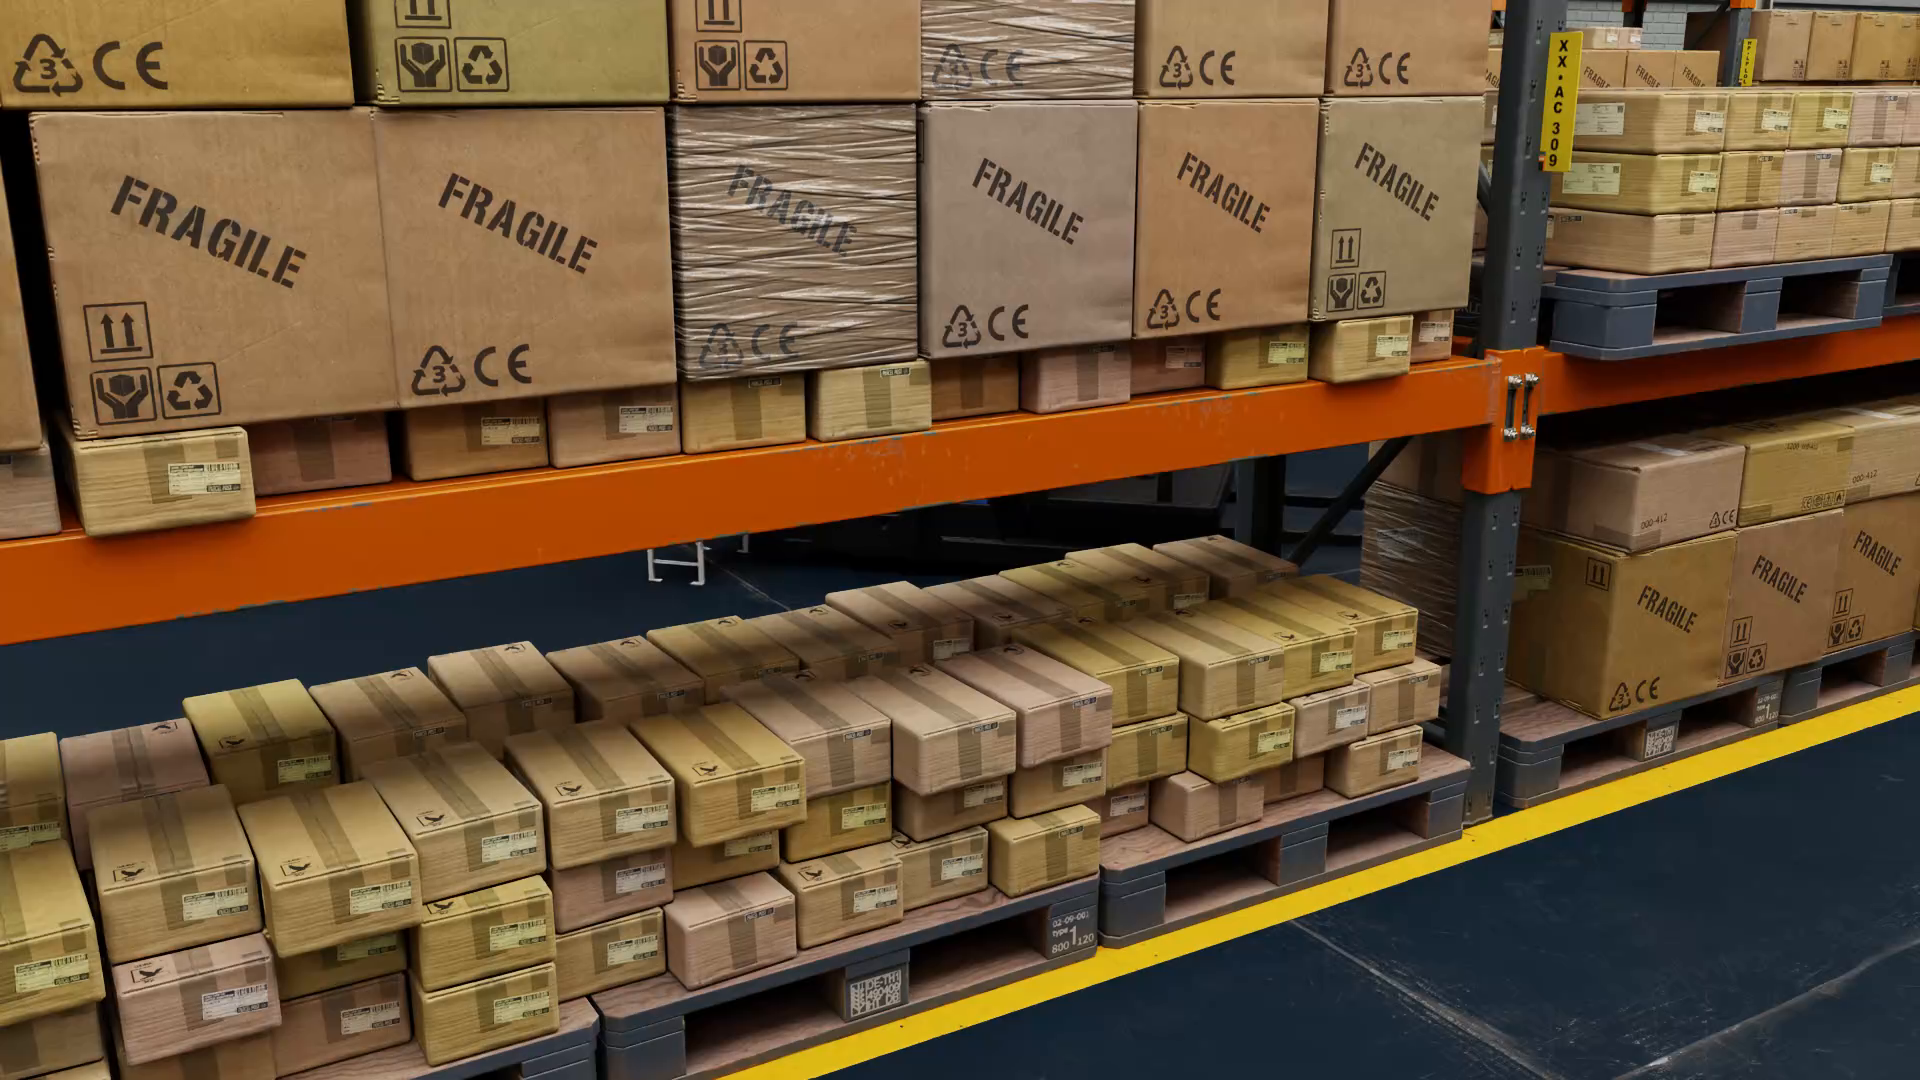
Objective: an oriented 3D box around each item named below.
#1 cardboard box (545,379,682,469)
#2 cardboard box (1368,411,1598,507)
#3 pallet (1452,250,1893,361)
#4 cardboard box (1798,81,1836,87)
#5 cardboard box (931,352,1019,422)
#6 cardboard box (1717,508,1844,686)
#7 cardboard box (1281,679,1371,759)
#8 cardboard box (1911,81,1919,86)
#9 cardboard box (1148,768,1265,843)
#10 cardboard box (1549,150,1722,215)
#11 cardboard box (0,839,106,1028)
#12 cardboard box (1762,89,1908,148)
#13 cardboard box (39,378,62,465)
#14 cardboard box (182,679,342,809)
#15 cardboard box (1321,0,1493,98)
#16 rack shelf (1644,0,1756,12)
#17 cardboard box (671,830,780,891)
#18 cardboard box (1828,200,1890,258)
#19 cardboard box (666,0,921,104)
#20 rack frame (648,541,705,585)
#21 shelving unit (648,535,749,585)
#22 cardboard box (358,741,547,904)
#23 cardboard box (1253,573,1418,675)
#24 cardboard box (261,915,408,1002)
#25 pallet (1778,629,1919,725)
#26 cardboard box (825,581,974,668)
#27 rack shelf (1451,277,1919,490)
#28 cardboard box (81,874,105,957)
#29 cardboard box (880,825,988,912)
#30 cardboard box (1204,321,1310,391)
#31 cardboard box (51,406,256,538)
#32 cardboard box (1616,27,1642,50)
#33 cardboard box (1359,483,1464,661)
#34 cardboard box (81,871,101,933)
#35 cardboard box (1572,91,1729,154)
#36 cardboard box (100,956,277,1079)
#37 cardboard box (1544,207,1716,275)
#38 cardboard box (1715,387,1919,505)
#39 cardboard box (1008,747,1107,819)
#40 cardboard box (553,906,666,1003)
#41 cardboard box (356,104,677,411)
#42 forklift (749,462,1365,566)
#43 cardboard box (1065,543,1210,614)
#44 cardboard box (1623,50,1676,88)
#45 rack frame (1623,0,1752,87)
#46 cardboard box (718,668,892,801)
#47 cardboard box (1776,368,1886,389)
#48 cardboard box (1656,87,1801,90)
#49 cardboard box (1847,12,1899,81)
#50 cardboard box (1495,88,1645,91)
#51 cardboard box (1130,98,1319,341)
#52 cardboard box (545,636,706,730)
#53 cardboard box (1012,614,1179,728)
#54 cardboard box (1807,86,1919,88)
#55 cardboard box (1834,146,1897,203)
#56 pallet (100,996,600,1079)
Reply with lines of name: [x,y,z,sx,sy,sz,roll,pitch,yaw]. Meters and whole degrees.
cardboard box: [-0.735,-0.260,3.246,0.250,0.149,0.380,-10,18,-31]
cardboard box: [1.678,-0.292,5.359,0.500,0.250,0.500,-10,18,-31]
pallet: [1.900,-0.751,4.886,1.213,0.211,1.003,-9,18,-30]
cardboard box: [6.330,-3.277,12.807,0.500,0.500,0.500,-9,18,-30]
cardboard box: [-0.076,-0.374,3.650,0.250,0.149,0.380,-10,18,-31]
cardboard box: [2.392,0.116,5.293,0.500,0.500,0.500,-8,18,-27]
cardboard box: [0.838,0.415,4.326,0.250,0.149,0.380,-10,19,-32]
cardboard box: [7.635,-3.485,13.548,0.500,0.500,0.500,-9,18,-30]
cardboard box: [0.550,0.602,4.210,0.250,0.149,0.380,-10,18,-32]
cardboard box: [1.744,-0.943,4.354,0.250,0.149,0.380,-9,18,-29]
cardboard box: [-1.635,0.675,2.845,0.250,0.149,0.380,-10,19,-32]
cardboard box: [2.417,-1.196,4.704,0.250,0.149,0.380,-9,18,-30]
cardboard box: [-1.685,-0.269,3.276,0.250,0.149,0.380,-9,18,-30]
cardboard box: [-1.534,0.450,3.648,0.250,0.149,0.380,-10,18,-31]
cardboard box: [0.906,-1.315,3.957,0.500,0.500,0.500,-10,18,-32]
rack shelf: [7.106,-4.390,13.288,4.000,0.370,1.077,-9,18,-30]
cardboard box: [-0.584,0.603,3.654,0.250,0.149,0.380,-8,18,-27]
cardboard box: [2.411,-0.909,4.781,0.250,0.149,0.380,-9,18,-29]
cardboard box: [-0.416,-1.099,3.183,0.500,0.500,0.500,-10,18,-31]
rack frame: [-1.156,-0.405,6.632,0.240,1.200,0.015,4,16,14]
shelving unit: [-1.096,-0.469,6.859,0.258,1.200,0.503,4,16,14]
cardboard box: [-1.009,0.550,3.292,0.250,0.149,0.380,-10,19,-32]
cardboard box: [0.999,0.223,4.458,0.250,0.149,0.380,-9,18,-28]
cardboard box: [-1.250,0.720,3.237,0.250,0.149,0.380,-9,18,-29]
pallet: [2.883,0.293,5.974,1.213,0.211,1.003,-9,18,-30]
cardboard box: [-0.162,0.243,4.389,0.250,0.149,0.380,-9,18,-29]
rack shelf: [2.884,-0.702,5.690,4.000,0.370,1.077,-9,18,-30]
cardboard box: [-1.747,0.775,3.590,0.250,0.149,0.380,-9,18,-28]
cardboard box: [-0.136,0.698,3.867,0.250,0.149,0.380,-9,18,-29]
cardboard box: [0.621,-0.471,4.000,0.250,0.149,0.380,-8,18,-28]
cardboard box: [-1.357,-0.133,2.791,0.250,0.149,0.380,-10,18,-31]
cardboard box: [4.528,-3.505,11.638,0.250,0.149,0.380,-10,18,-31]
cardboard box: [1.675,0.070,5.457,0.500,0.500,0.500,-10,18,-31]
cardboard box: [-1.702,0.649,3.488,0.250,0.149,0.380,-10,18,-31]
cardboard box: [1.744,-1.087,4.314,0.250,0.149,0.380,-8,18,-27]
cardboard box: [-1.463,0.902,3.139,0.250,0.149,0.380,-9,18,-30]
cardboard box: [1.744,-0.800,4.394,0.250,0.149,0.380,-10,19,-32]
cardboard box: [2.834,-0.316,5.445,0.500,0.250,0.500,-8,18,-28]
cardboard box: [0.144,0.508,3.993,0.250,0.149,0.380,-9,18,-28]
cardboard box: [-0.808,0.798,3.509,0.250,0.149,0.380,-9,18,-30]
cardboard box: [-0.860,-0.550,3.078,0.500,0.500,0.500,-9,18,-29]
forklift: [0.668,-1.364,6.844,3.031,2.935,1.130,4,16,13]
cardboard box: [0.501,0.138,4.762,0.250,0.149,0.380,-8,18,-27]
cardboard box: [4.689,-3.221,11.828,0.500,0.500,0.500,-9,18,-29]
rack frame: [5.391,-3.014,12.604,0.127,3.000,1.000,-9,18,-30]
cardboard box: [-0.351,0.431,3.718,0.250,0.149,0.380,-9,18,-30]
cardboard box: [3.017,-0.510,6.136,0.500,0.250,0.500,-9,18,-29]
cardboard box: [2.531,-1.420,5.504,0.250,0.149,0.380,-10,19,-32]
cardboard box: [6.774,-3.827,12.917,0.500,0.500,0.700,-10,18,-31]
cardboard box: [1.866,-1.312,5.119,0.250,0.149,0.380,-10,18,-31]
cardboard box: [0.455,-0.757,3.818,0.500,0.500,0.500,-10,18,-31]
cardboard box: [-0.795,0.368,3.942,0.250,0.149,0.380,-10,18,-32]
cardboard box: [0.328,0.322,4.105,0.250,0.149,0.380,-9,18,-28]
cardboard box: [3.203,-1.529,5.893,0.250,0.149,0.380,-8,18,-27]
cardboard box: [2.409,-1.052,4.742,0.250,0.149,0.380,-10,19,-32]
pallet: [-1.479,1.013,3.406,1.213,0.211,1.003,-9,18,-30]
